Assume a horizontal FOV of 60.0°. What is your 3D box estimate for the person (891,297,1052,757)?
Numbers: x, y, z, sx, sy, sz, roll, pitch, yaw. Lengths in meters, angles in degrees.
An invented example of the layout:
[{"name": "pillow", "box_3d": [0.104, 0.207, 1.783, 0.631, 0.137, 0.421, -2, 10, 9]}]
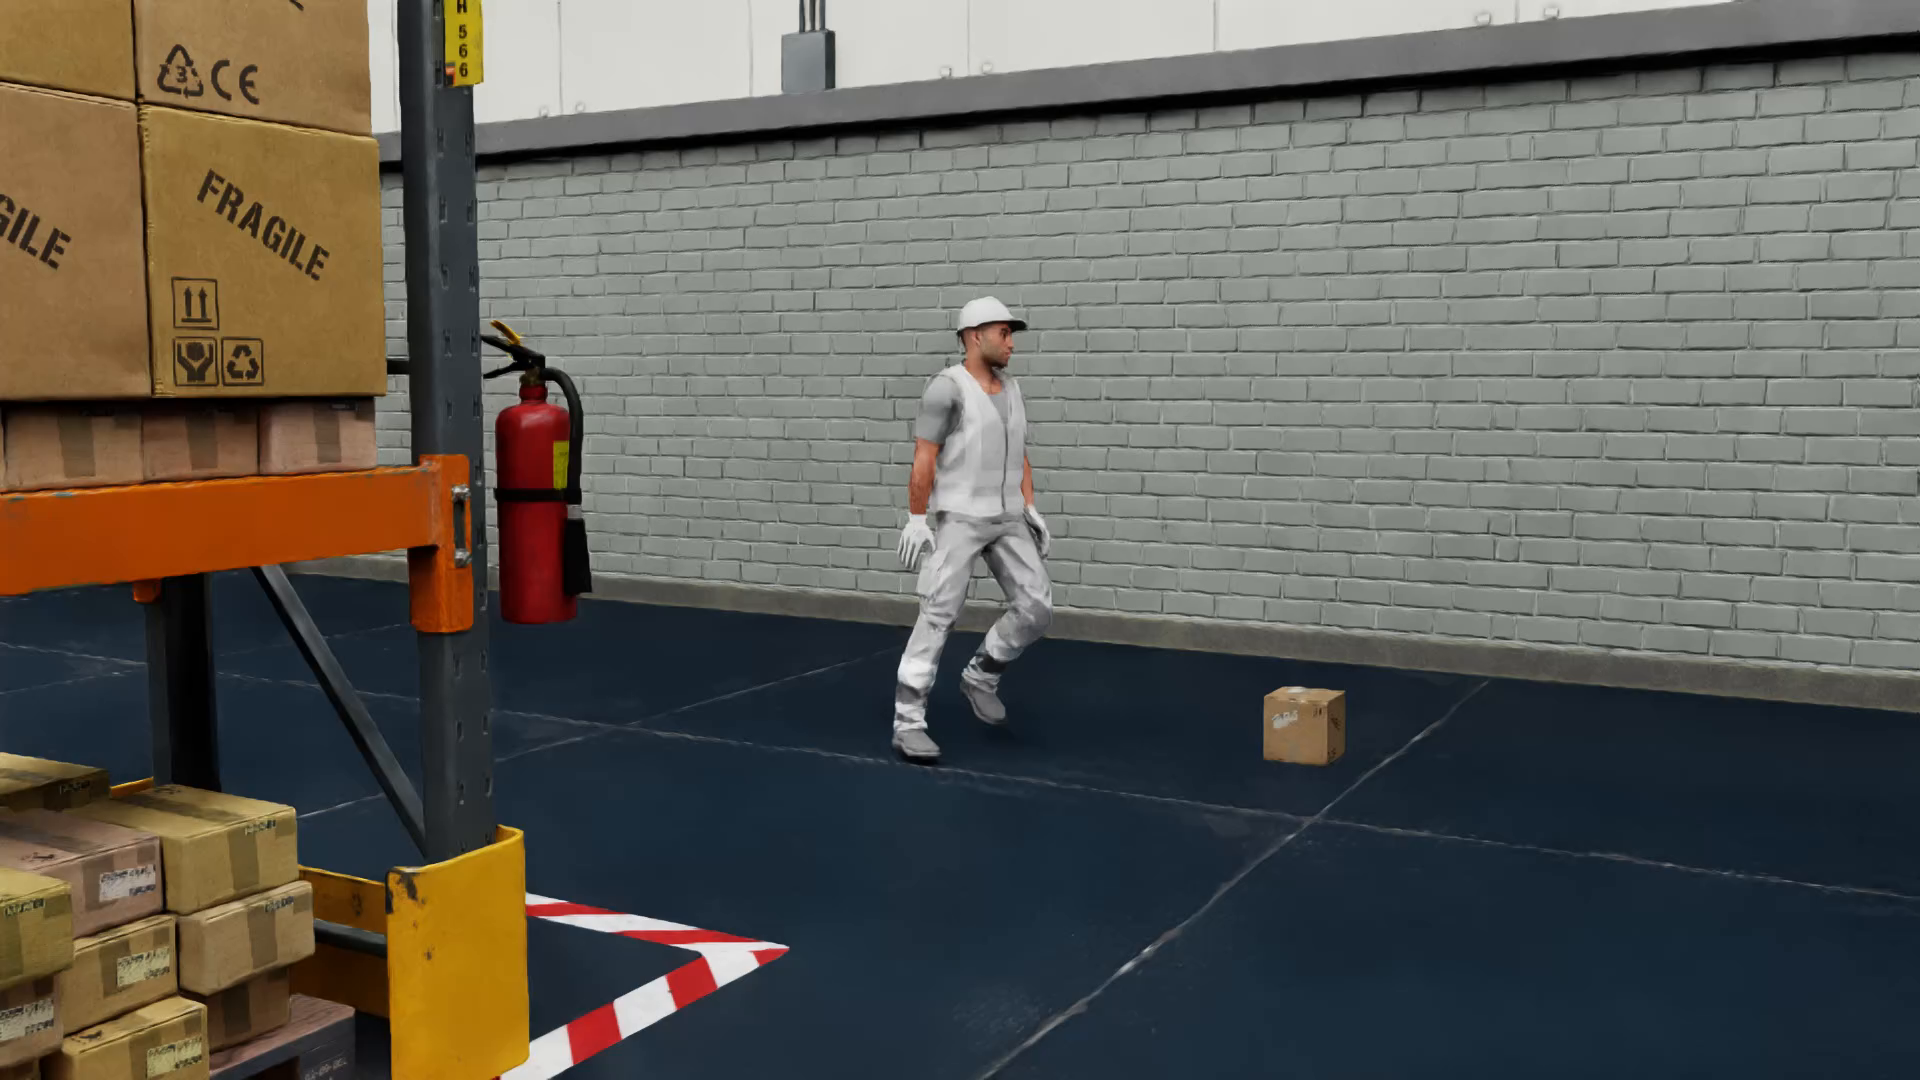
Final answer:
[{"name": "person", "box_3d": [0.028, -0.064, 6.518, 0.670, 1.769, 0.475, -6, 8, -44]}]
